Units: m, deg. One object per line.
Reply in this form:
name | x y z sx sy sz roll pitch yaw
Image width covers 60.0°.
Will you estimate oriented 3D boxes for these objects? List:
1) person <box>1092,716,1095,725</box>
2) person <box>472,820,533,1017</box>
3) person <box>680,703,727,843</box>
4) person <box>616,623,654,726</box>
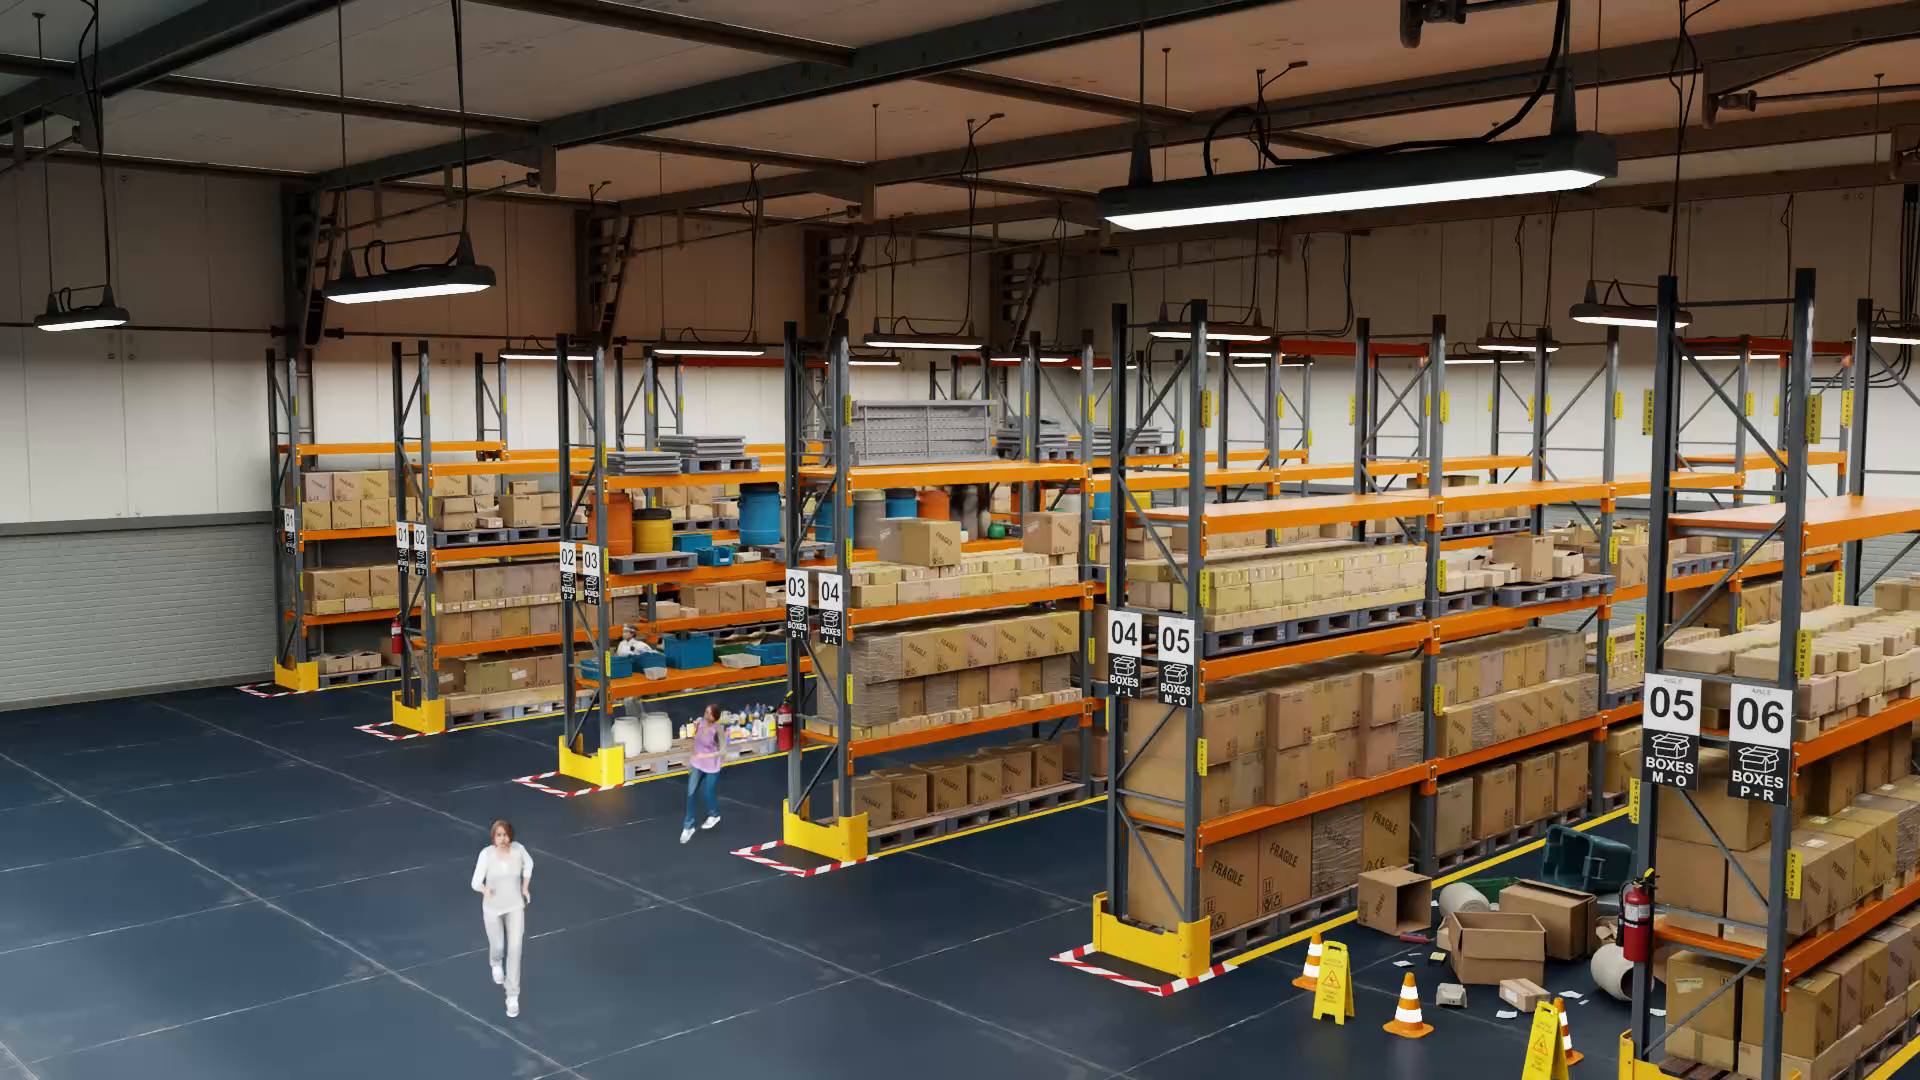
person | 1.898 2.180 25.229 0.587 1.684 0.691 3 6 35
person | -3.881 3.138 14.142 0.514 1.595 0.882 -2 5 -18
person | -2.919 2.697 19.459 0.530 1.613 0.721 2 5 22
person | -5.016 2.135 25.451 0.631 1.770 0.727 3 6 34
